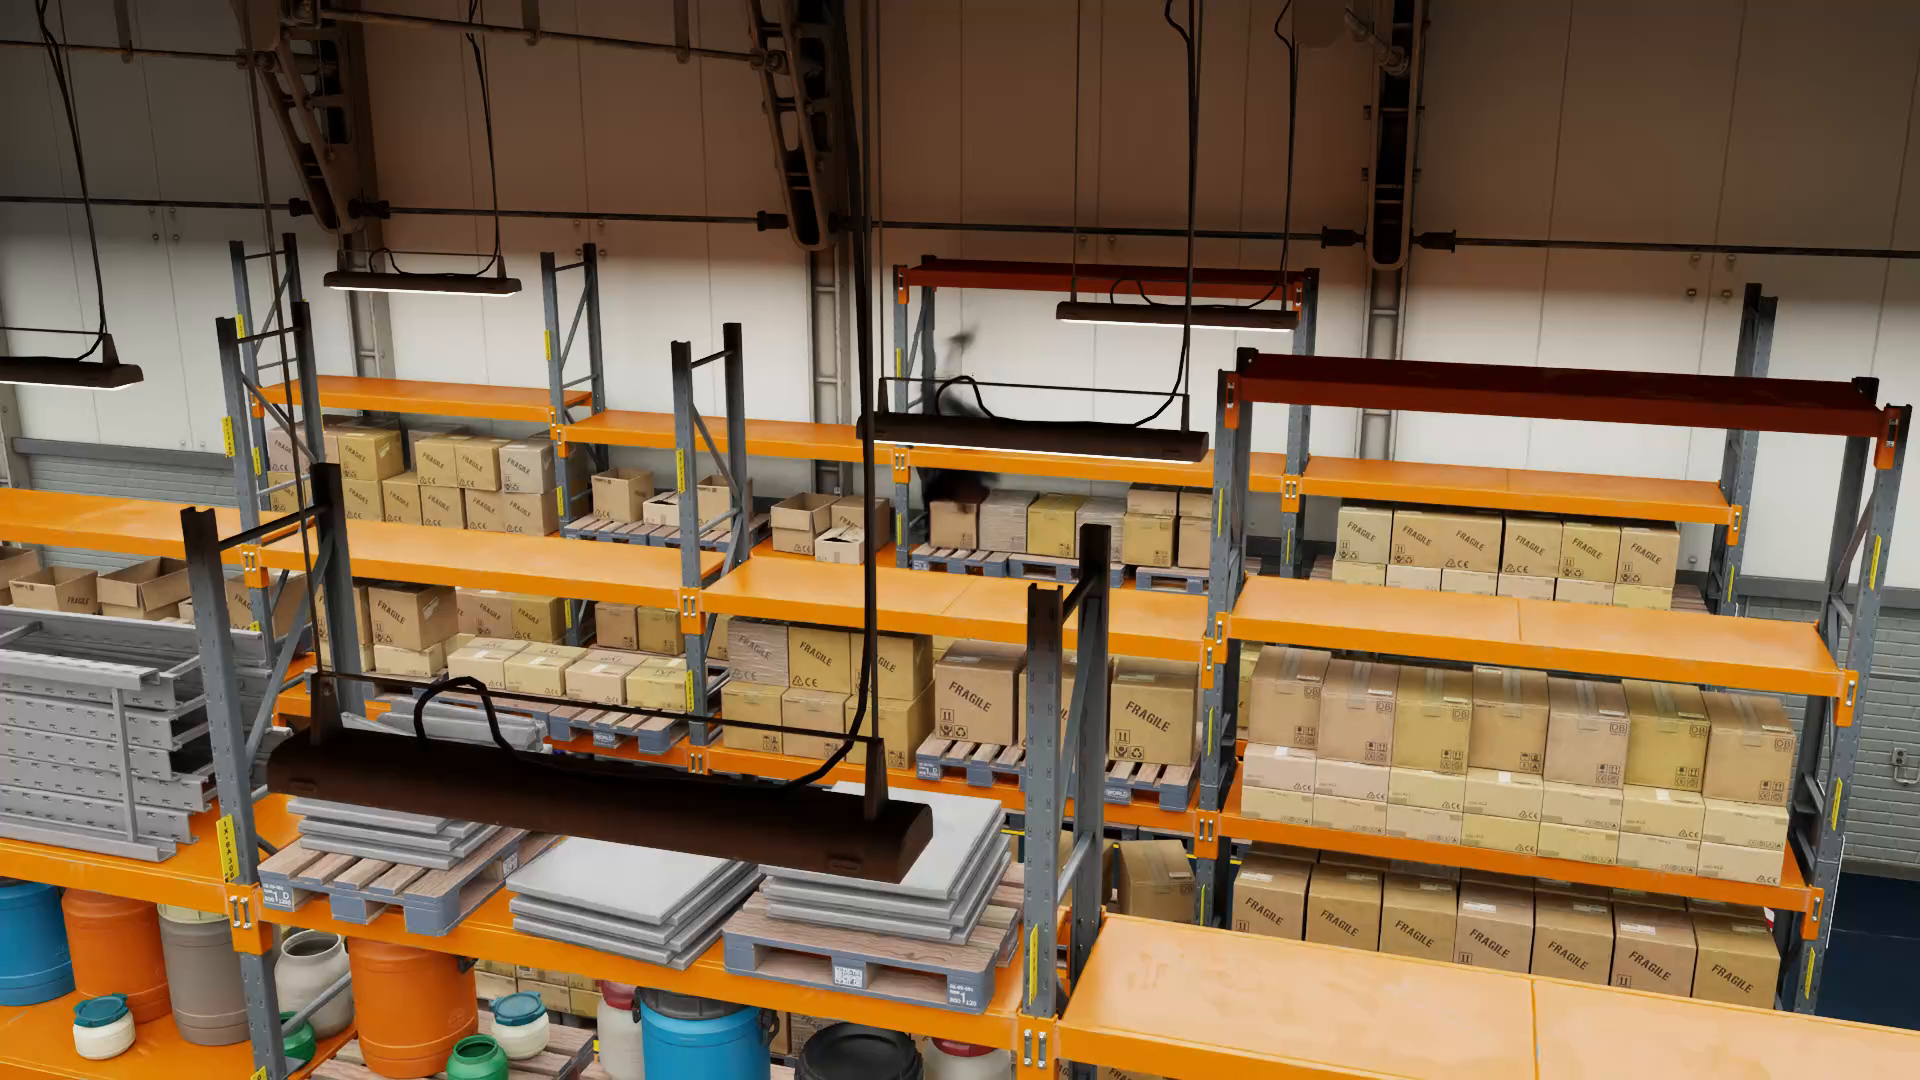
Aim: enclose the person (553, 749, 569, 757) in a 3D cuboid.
[{"bbox_3d":[-4.240,2.534,16.656,0.914,1.634,0.579,4,16,13],"label":"person"}]
